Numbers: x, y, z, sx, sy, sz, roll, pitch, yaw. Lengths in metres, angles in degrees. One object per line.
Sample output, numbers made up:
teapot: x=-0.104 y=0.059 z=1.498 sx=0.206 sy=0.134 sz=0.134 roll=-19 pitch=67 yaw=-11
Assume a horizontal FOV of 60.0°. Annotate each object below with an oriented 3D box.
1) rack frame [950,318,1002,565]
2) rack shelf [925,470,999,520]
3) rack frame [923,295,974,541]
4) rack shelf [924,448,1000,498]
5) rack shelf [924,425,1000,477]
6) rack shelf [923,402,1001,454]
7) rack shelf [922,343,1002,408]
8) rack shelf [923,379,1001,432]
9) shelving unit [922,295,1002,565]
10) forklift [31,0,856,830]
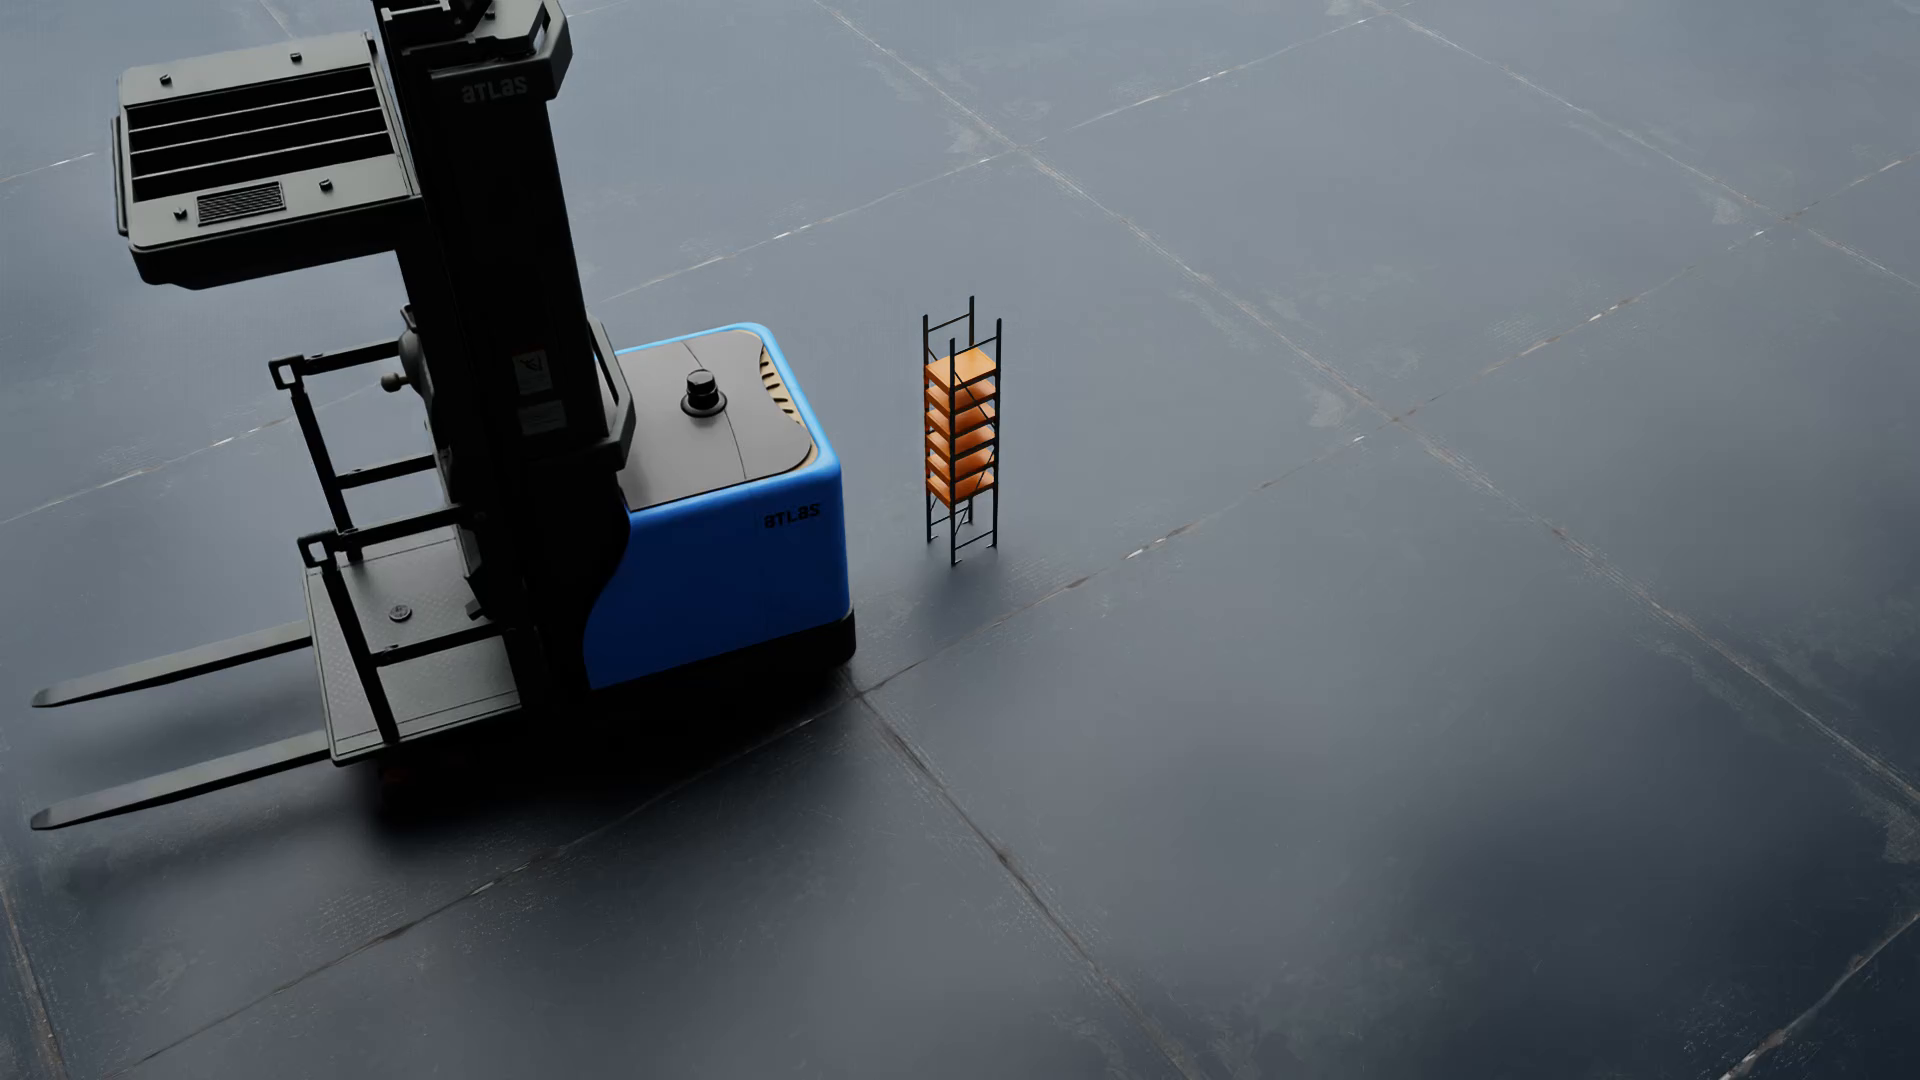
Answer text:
rack frame: x=0.061 y=-0.374 z=6.764 sx=0.240 sy=1.200 sz=0.006 roll=-26 pitch=49 yaw=-24
rack shelf: x=0.008 y=-0.220 z=7.014 sx=0.258 sy=0.103 sz=0.180 roll=-26 pitch=49 yaw=-24
rack frame: x=-0.044 y=-0.478 z=6.872 sx=0.240 sy=1.200 sz=0.006 roll=-26 pitch=49 yaw=-24
rack shelf: x=0.008 y=-0.307 z=6.932 sx=0.258 sy=0.103 sz=0.180 roll=-26 pitch=49 yaw=-24
rack shelf: x=0.008 y=-0.394 z=6.849 sx=0.258 sy=0.103 sz=0.180 roll=-26 pitch=49 yaw=-24
rack shelf: x=0.008 y=-0.480 z=6.766 sx=0.258 sy=0.103 sz=0.180 roll=-26 pitch=49 yaw=-24
rack shelf: x=0.008 y=-0.654 z=6.600 sx=0.258 sy=0.103 sz=0.180 roll=-26 pitch=49 yaw=-24
rack shelf: x=0.008 y=-0.567 z=6.683 sx=0.258 sy=0.103 sz=0.180 roll=-26 pitch=49 yaw=-24
shelving unit: x=0.008 y=-0.426 z=6.818 sx=0.258 sy=1.200 sz=0.189 roll=-26 pitch=49 yaw=-24
forklift: x=-1.986 y=-0.482 z=5.623 sx=3.031 sy=2.935 sz=1.130 roll=-15 pitch=46 yaw=-16
